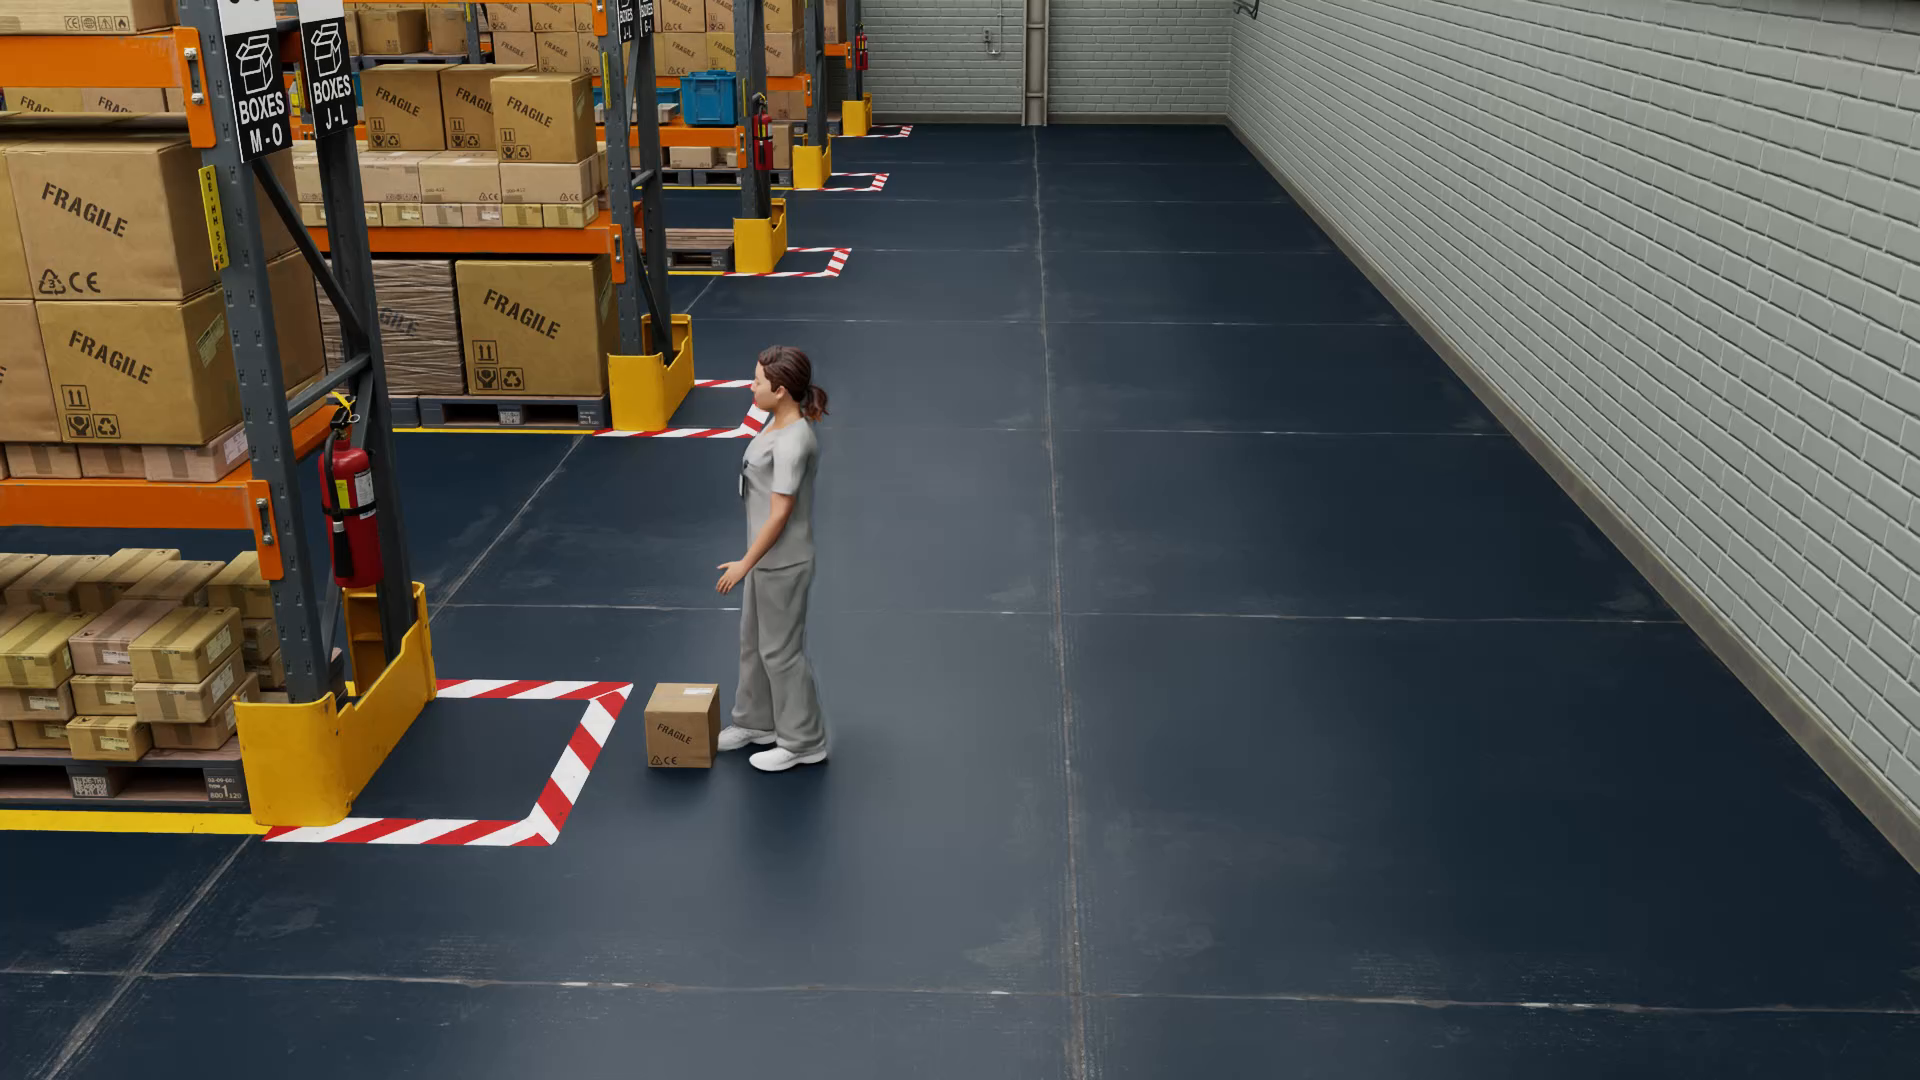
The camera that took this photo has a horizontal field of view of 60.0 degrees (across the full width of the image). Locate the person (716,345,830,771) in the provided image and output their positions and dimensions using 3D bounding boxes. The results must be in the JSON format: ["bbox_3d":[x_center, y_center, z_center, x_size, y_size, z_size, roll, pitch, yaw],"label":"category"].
[{"bbox_3d":[-0.747,0.086,6.359,0.540,1.689,0.492,-3,21,-9],"label":"person"}]
